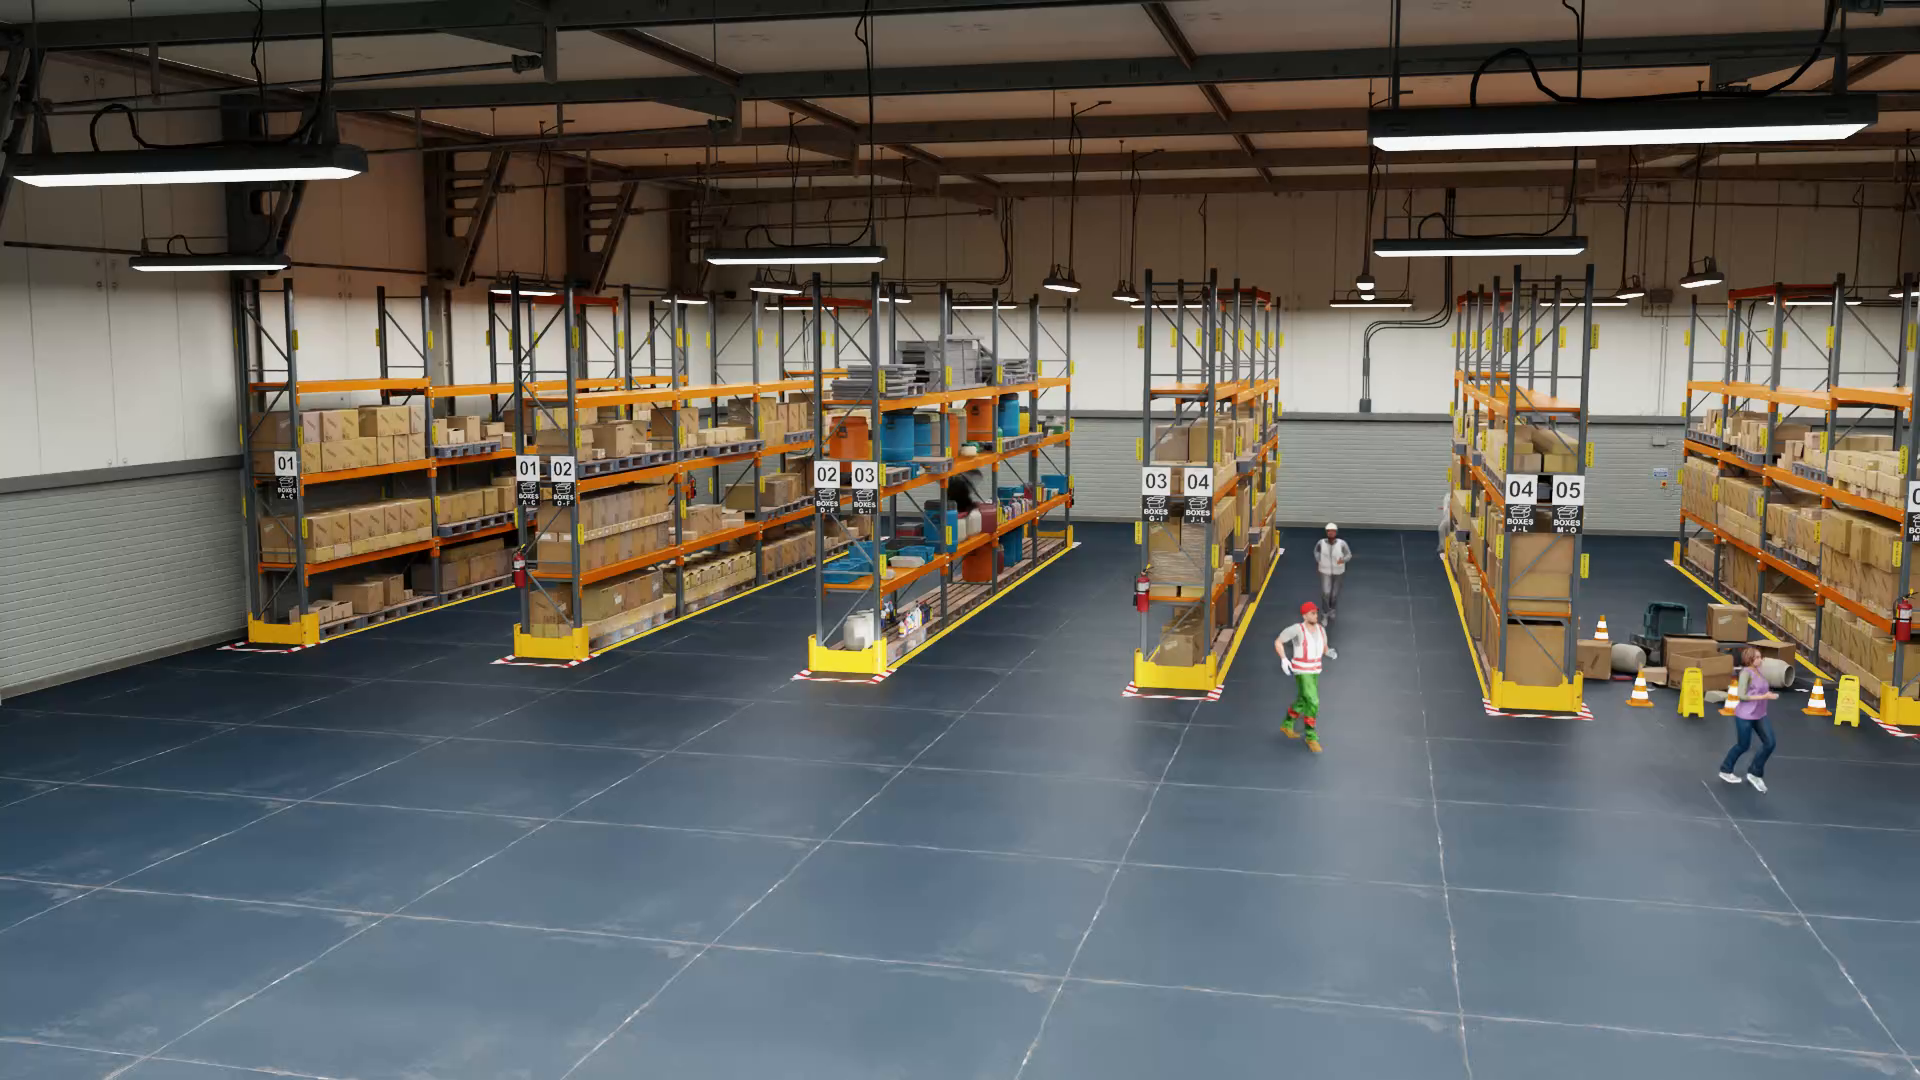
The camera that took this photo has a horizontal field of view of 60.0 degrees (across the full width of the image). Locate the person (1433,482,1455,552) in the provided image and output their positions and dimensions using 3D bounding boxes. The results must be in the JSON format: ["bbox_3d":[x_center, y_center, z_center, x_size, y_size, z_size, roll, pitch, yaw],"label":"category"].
[{"bbox_3d":[11.645,-0.567,39.368,0.767,1.815,0.737,0,7,0],"label":"person"}]

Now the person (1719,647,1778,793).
[{"bbox_3d":[8.816,1.997,18.520,0.514,1.624,0.660,-4,8,-31],"label":"person"}]

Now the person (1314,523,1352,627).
[{"bbox_3d":[6.593,0.597,29.434,0.652,1.823,0.800,1,7,10],"label":"person"}]

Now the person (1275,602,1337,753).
[{"bbox_3d":[4.273,1.665,20.540,0.638,1.841,0.809,-5,9,-38],"label":"person"}]
